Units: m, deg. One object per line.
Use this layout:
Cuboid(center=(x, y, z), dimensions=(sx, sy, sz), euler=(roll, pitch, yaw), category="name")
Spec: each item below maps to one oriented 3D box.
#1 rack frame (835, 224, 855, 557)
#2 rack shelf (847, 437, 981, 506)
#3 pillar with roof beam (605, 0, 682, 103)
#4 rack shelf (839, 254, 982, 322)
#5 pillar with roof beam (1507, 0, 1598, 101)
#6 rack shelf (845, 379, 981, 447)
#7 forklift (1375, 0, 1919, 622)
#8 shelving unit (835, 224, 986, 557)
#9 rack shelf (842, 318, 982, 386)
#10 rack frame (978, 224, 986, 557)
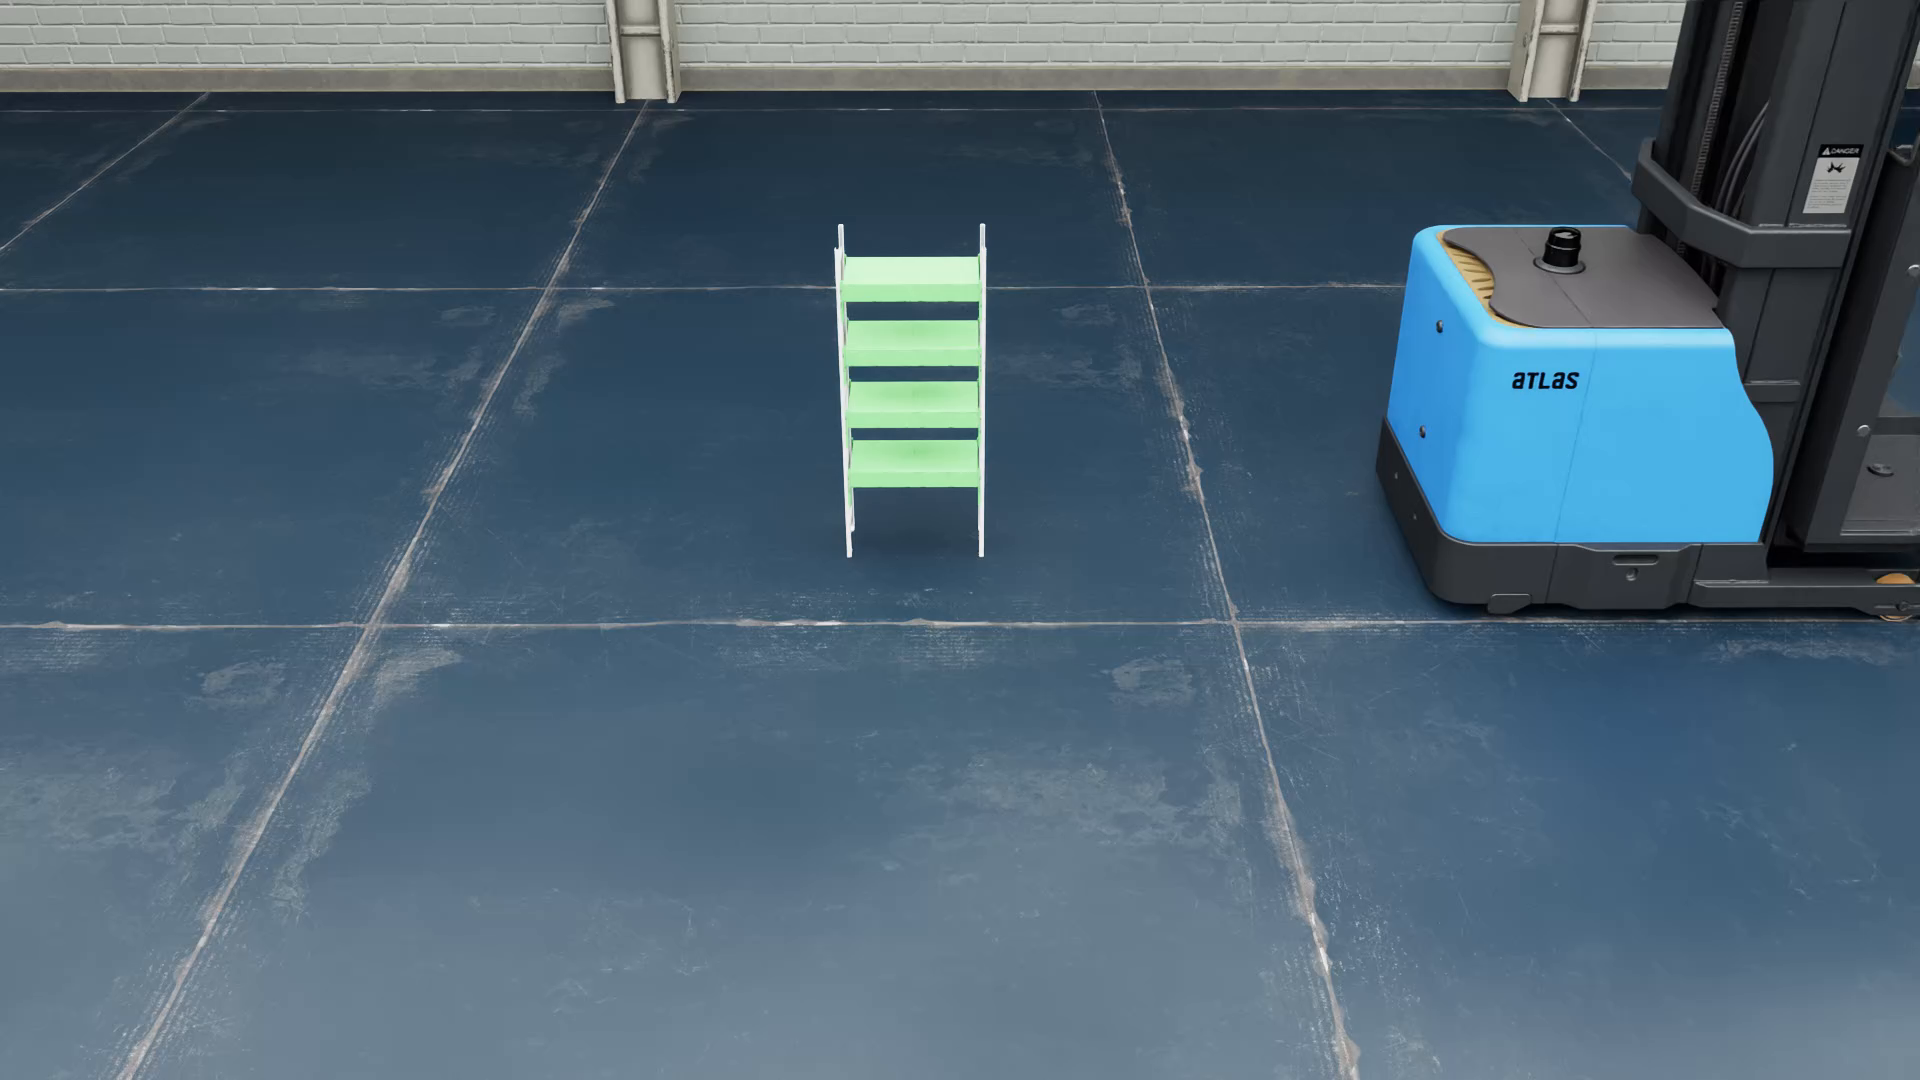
Cuboid(center=(-0.410, -0.512, 5.937), dimensions=(0.015, 1.200, 0.240), euler=(0, 31, 0), category="rack frame")
Cuboid(center=(-0.166, -0.253, 6.096), dimensions=(0.480, 0.148, 0.258), euler=(0, 31, 0), category="rack shelf")
Cuboid(center=(-2.059, -4.593, 5.146), dimensions=(0.400, 9.000, 9.100), euler=(0, 31, 0), category="pillar with roof beam")
Cuboid(center=(-0.166, -0.868, 5.722), dimensions=(0.480, 0.148, 0.258), euler=(0, 31, 0), category="rack shelf")
Cuboid(center=(3.941, -4.612, 5.176), dimensions=(0.400, 9.000, 9.100), euler=(0, 31, 0), category="pillar with roof beam")
Cuboid(center=(-0.166, -0.458, 5.971), dimensions=(0.480, 0.148, 0.258), euler=(0, 31, 0), category="rack shelf")
Cuboid(center=(3.155, -1.246, 5.478), dimensions=(3.031, 2.935, 1.130), euler=(0, 31, 0), category="forklift")
Cuboid(center=(-0.166, -0.512, 5.938), dimensions=(0.503, 1.200, 0.258), euler=(0, 31, 0), category="shelving unit")
Cuboid(center=(-0.166, -0.663, 5.847), dimensions=(0.480, 0.148, 0.258), euler=(0, 31, 0), category="rack shelf")
Cuboid(center=(0.078, -0.513, 5.939), dimensions=(0.015, 1.200, 0.240), euler=(0, 31, 0), category="rack frame")
